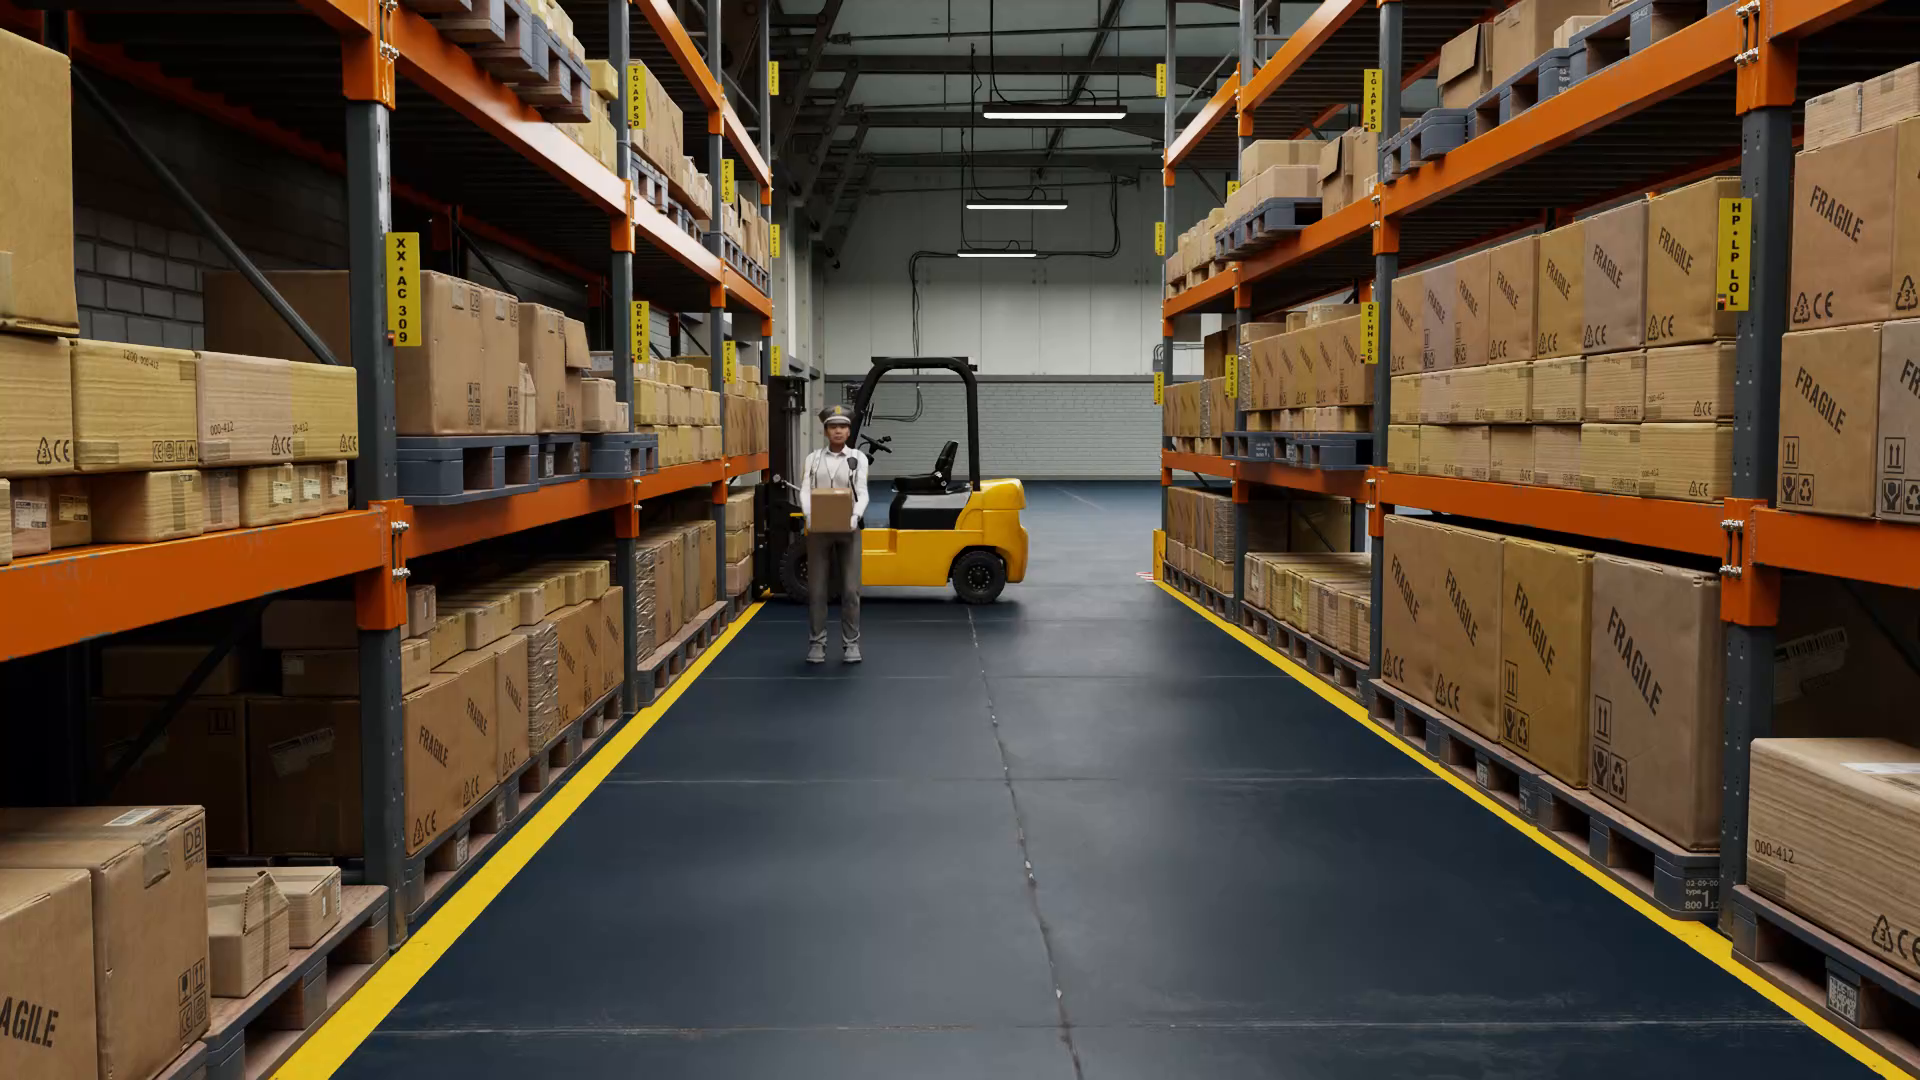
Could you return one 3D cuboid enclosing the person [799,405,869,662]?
[{"bbox_3d":[-0.824,-0.040,10.899,0.460,1.686,0.557,0,4,-1],"label":"person"}]
